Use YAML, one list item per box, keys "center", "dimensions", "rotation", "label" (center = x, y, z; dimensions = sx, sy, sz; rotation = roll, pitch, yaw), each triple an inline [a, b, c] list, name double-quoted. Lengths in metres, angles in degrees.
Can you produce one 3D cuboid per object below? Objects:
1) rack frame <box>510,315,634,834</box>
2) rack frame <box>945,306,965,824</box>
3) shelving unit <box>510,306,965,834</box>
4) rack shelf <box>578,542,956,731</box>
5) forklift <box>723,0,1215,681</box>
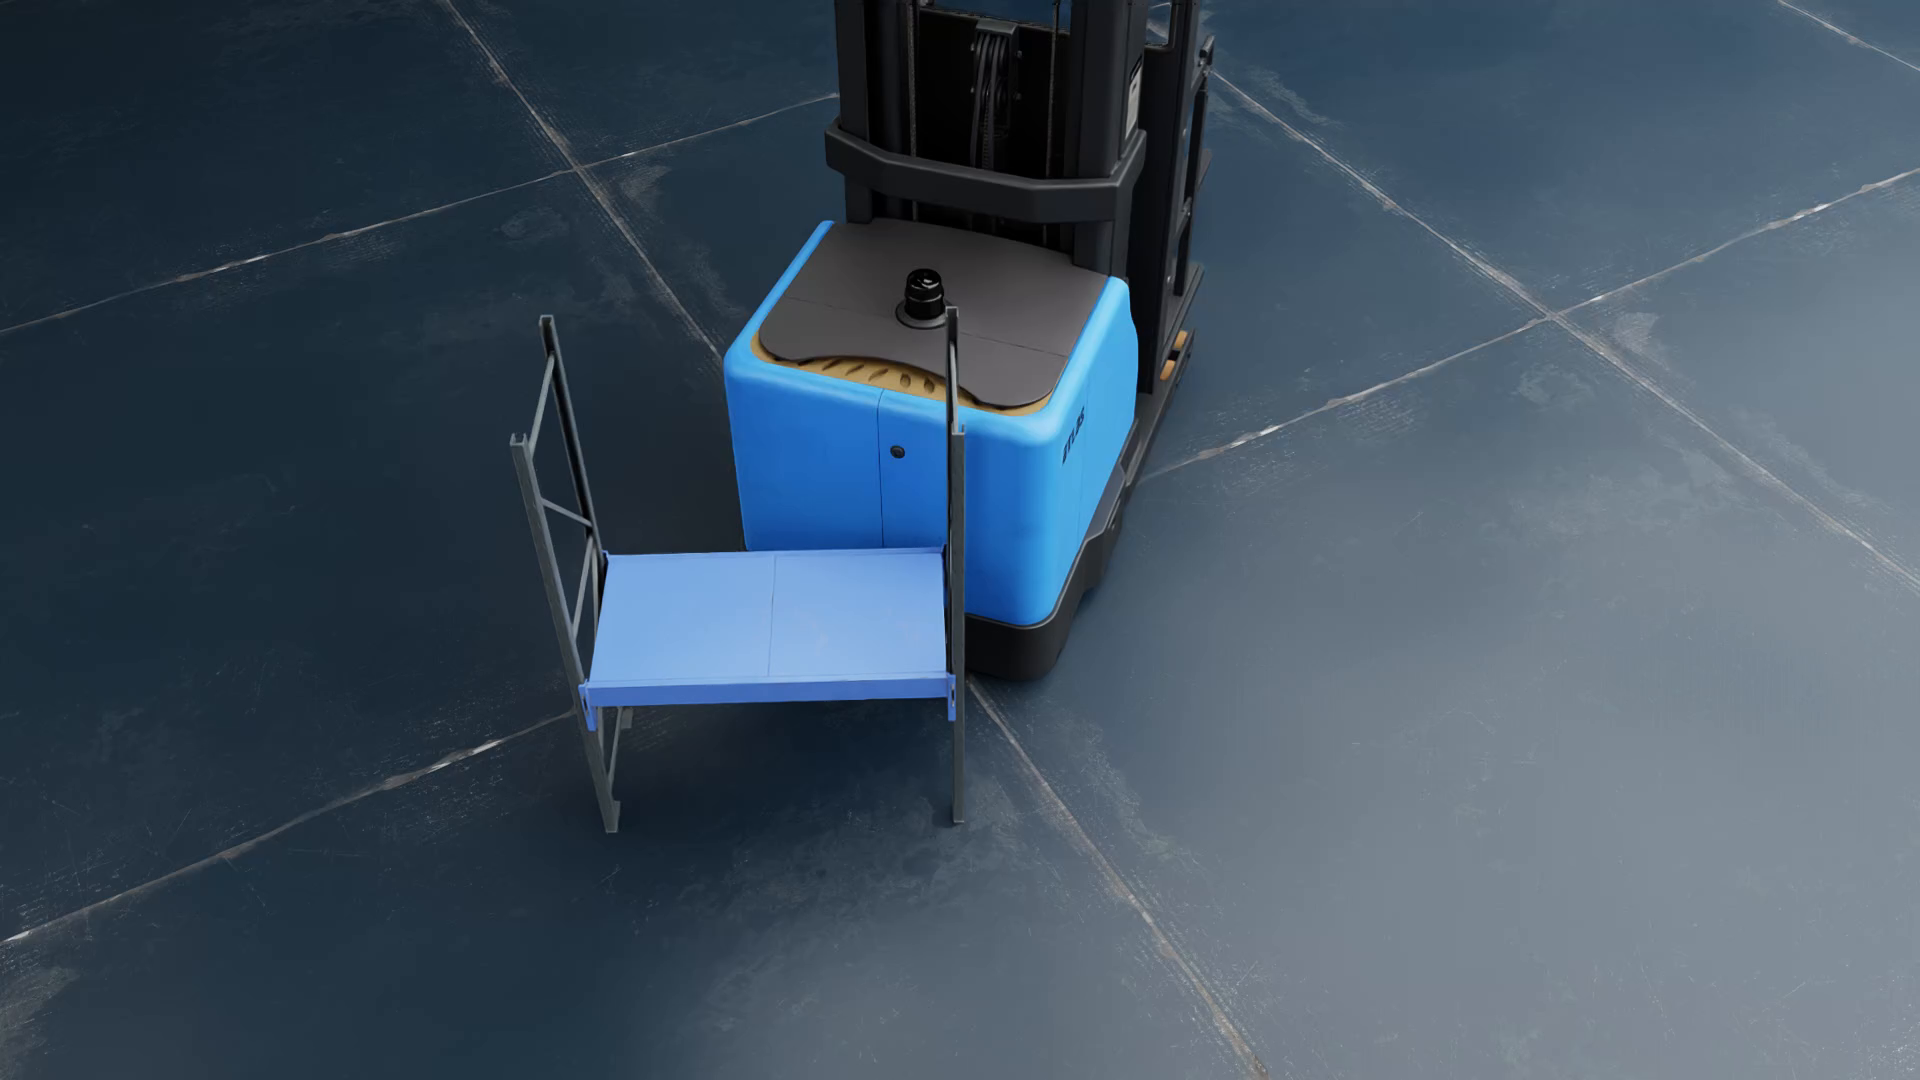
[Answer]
- center: [-1.029, 0.146, 4.522]
  dimensions: [0.032, 1.500, 0.500]
  rotation: [-1, 44, -1]
  label: "rack frame"
- center: [-0.013, 0.121, 4.548]
  dimensions: [0.032, 1.500, 0.500]
  rotation: [-1, 44, -1]
  label: "rack frame"
- center: [-0.521, 0.134, 4.535]
  dimensions: [1.048, 1.500, 0.538]
  rotation: [-1, 44, -1]
  label: "shelving unit"
- center: [-0.521, 0.263, 4.660]
  dimensions: [1.000, 0.185, 0.538]
  rotation: [-1, 44, -1]
  label: "rack shelf"
- center: [0.264, -1.655, 5.351]
  dimensions: [1.130, 2.935, 3.031]
  rotation: [14, 46, 14]
  label: "forklift"
